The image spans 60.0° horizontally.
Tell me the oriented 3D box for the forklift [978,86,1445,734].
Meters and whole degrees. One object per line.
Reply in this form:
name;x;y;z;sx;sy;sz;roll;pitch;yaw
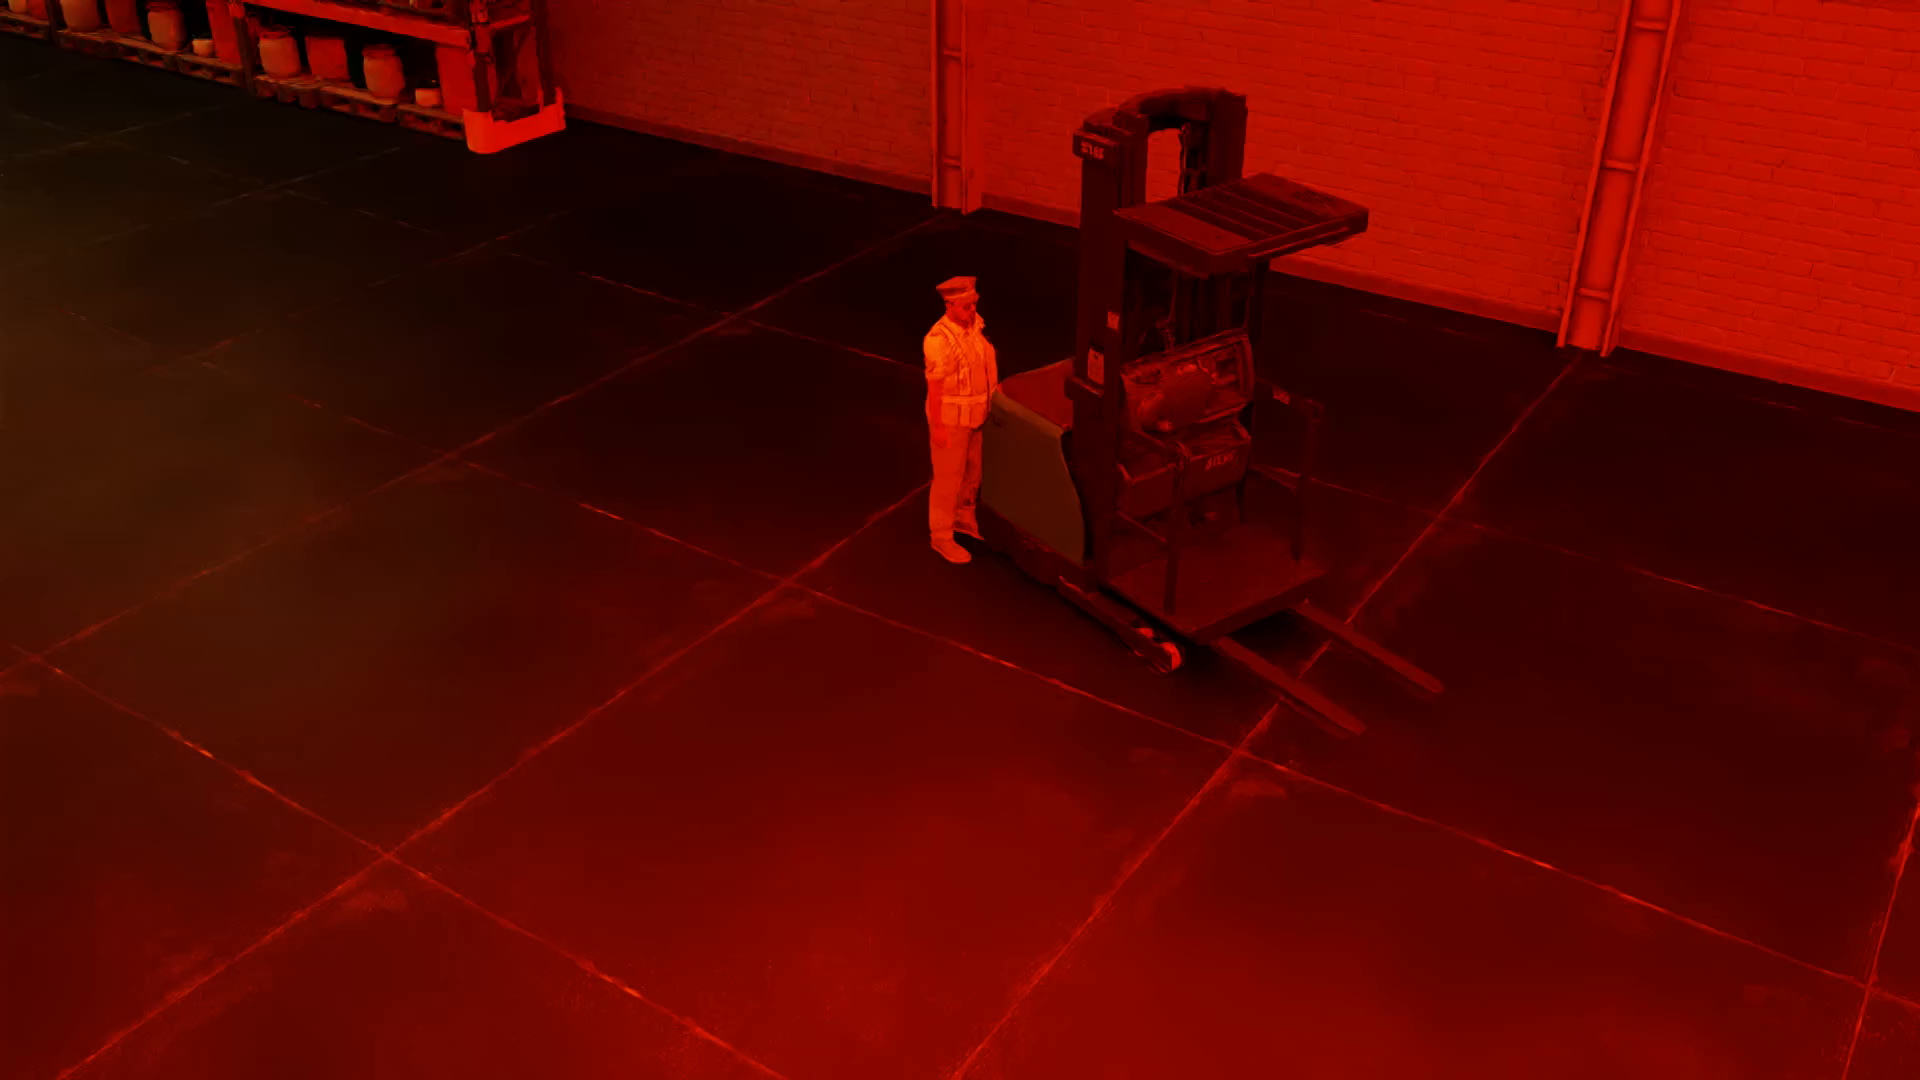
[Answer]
forklift;1.385;-0.813;8.982;1.130;2.935;3.031;-20;36;-31

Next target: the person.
person;0.014;-0.759;10.049;0.396;1.769;0.523;19;35;29
